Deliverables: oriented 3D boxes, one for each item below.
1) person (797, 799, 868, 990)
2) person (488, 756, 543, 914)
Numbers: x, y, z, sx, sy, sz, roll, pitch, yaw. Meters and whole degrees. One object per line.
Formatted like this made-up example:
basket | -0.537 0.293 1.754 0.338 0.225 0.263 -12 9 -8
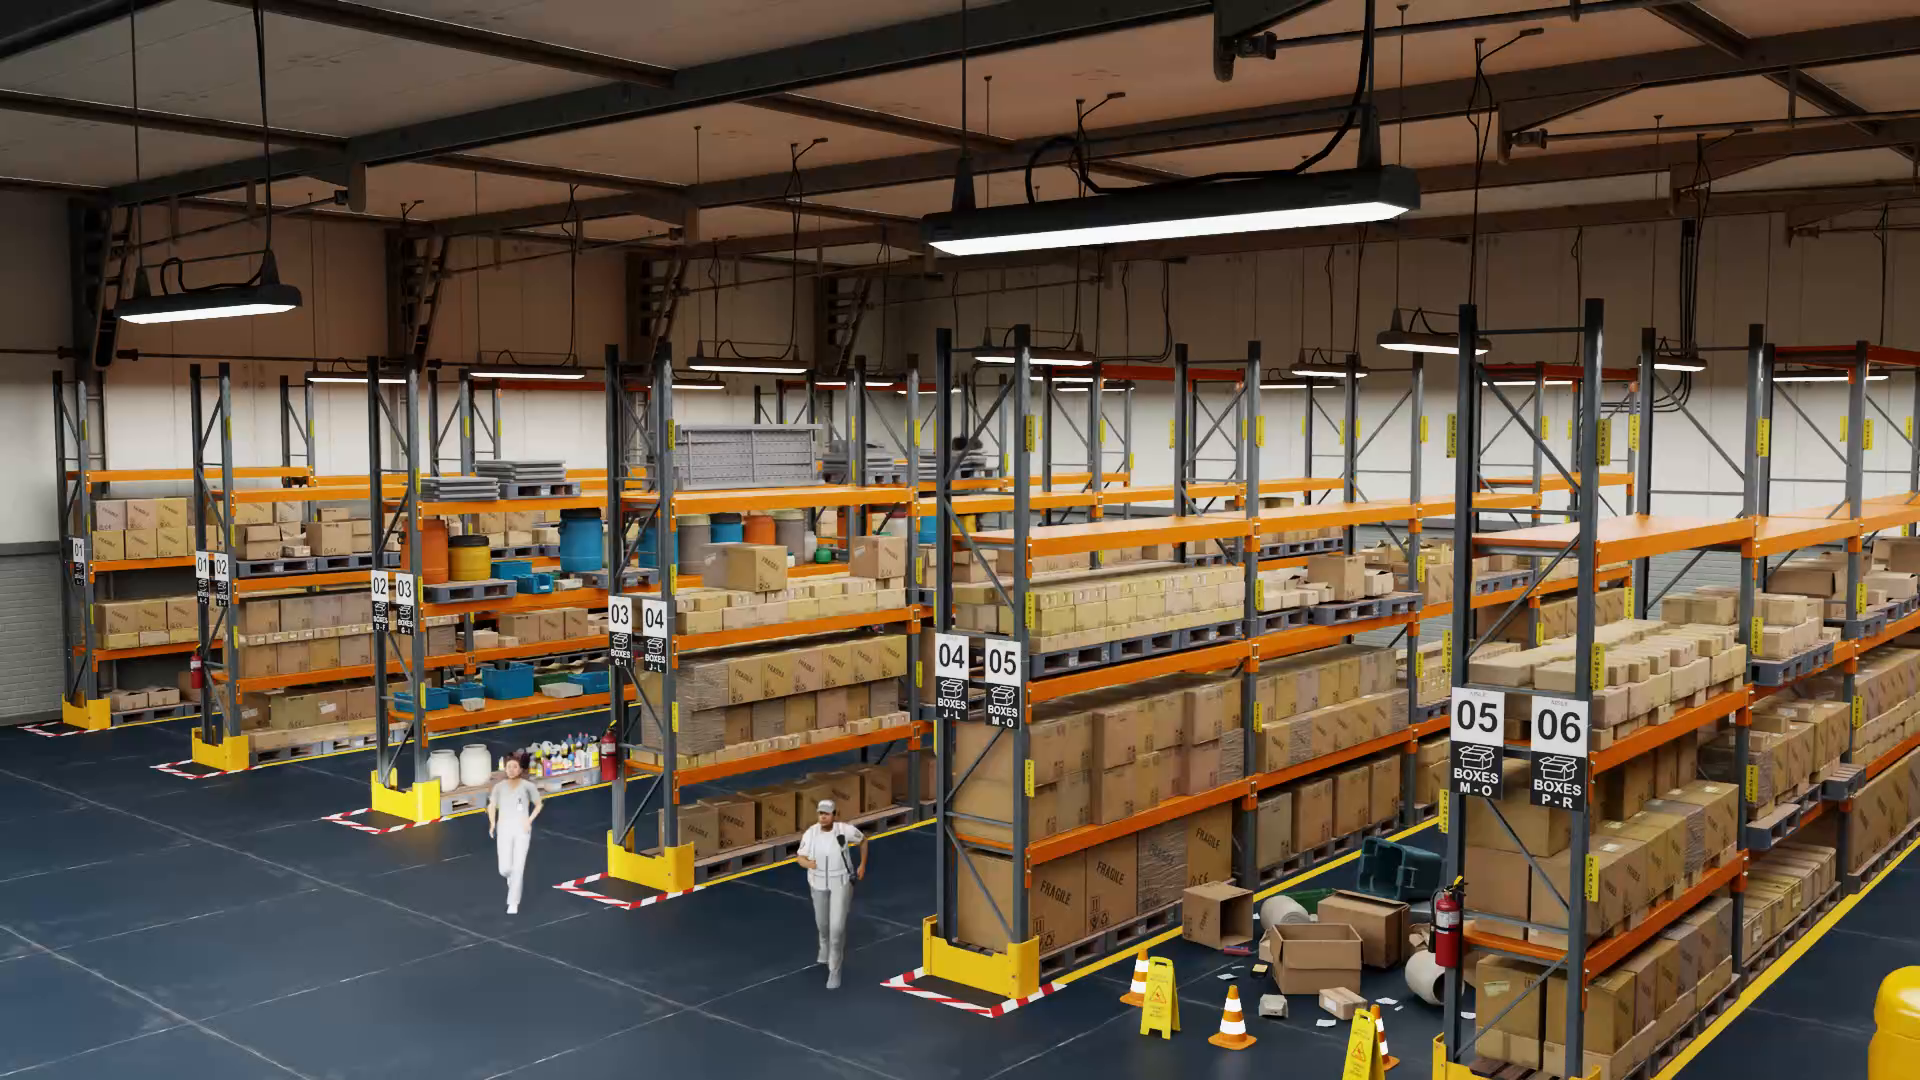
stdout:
person | -1.183 3.233 15.395 0.613 1.716 0.832 1 4 9
person | -4.710 3.088 17.615 0.565 1.627 0.623 -1 4 -8
